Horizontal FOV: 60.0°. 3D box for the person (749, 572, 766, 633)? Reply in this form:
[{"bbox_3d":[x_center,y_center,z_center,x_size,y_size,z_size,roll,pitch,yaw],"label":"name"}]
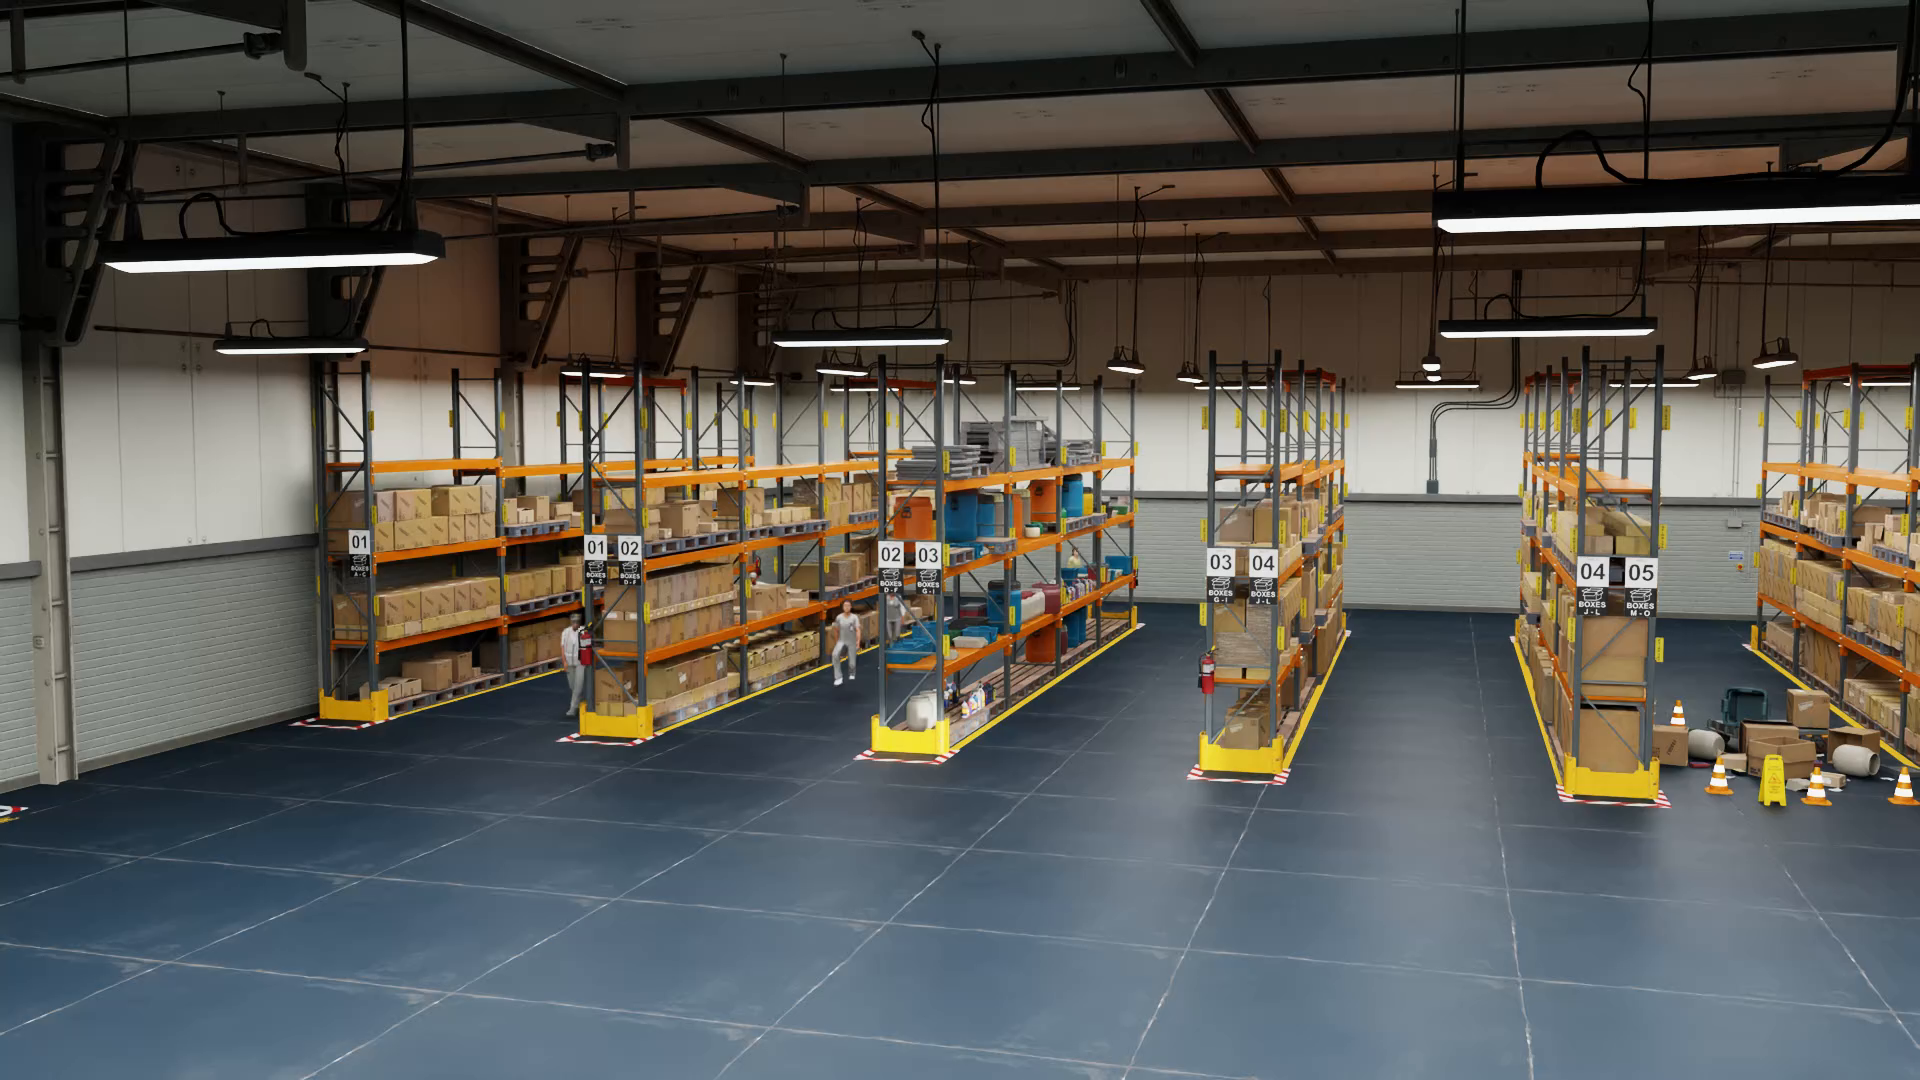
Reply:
[{"bbox_3d":[-4.625,1.507,37.914,0.579,1.578,0.752,2,5,28],"label":"person"}]

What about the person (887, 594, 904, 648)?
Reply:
[{"bbox_3d":[-1.379,1.704,34.859,0.438,1.588,0.452,1,4,14],"label":"person"}]

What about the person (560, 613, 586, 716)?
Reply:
[{"bbox_3d":[-6.595,2.102,28.512,0.528,1.699,0.978,0,4,5],"label":"person"}]

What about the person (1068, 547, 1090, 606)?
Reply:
[{"bbox_3d":[3.090,0.982,45.035,1.110,1.606,0.437,2,5,29],"label":"person"}]

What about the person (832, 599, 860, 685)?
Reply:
[{"bbox_3d":[-2.044,1.843,30.104,0.493,1.463,1.040,0,4,3],"label":"person"}]
